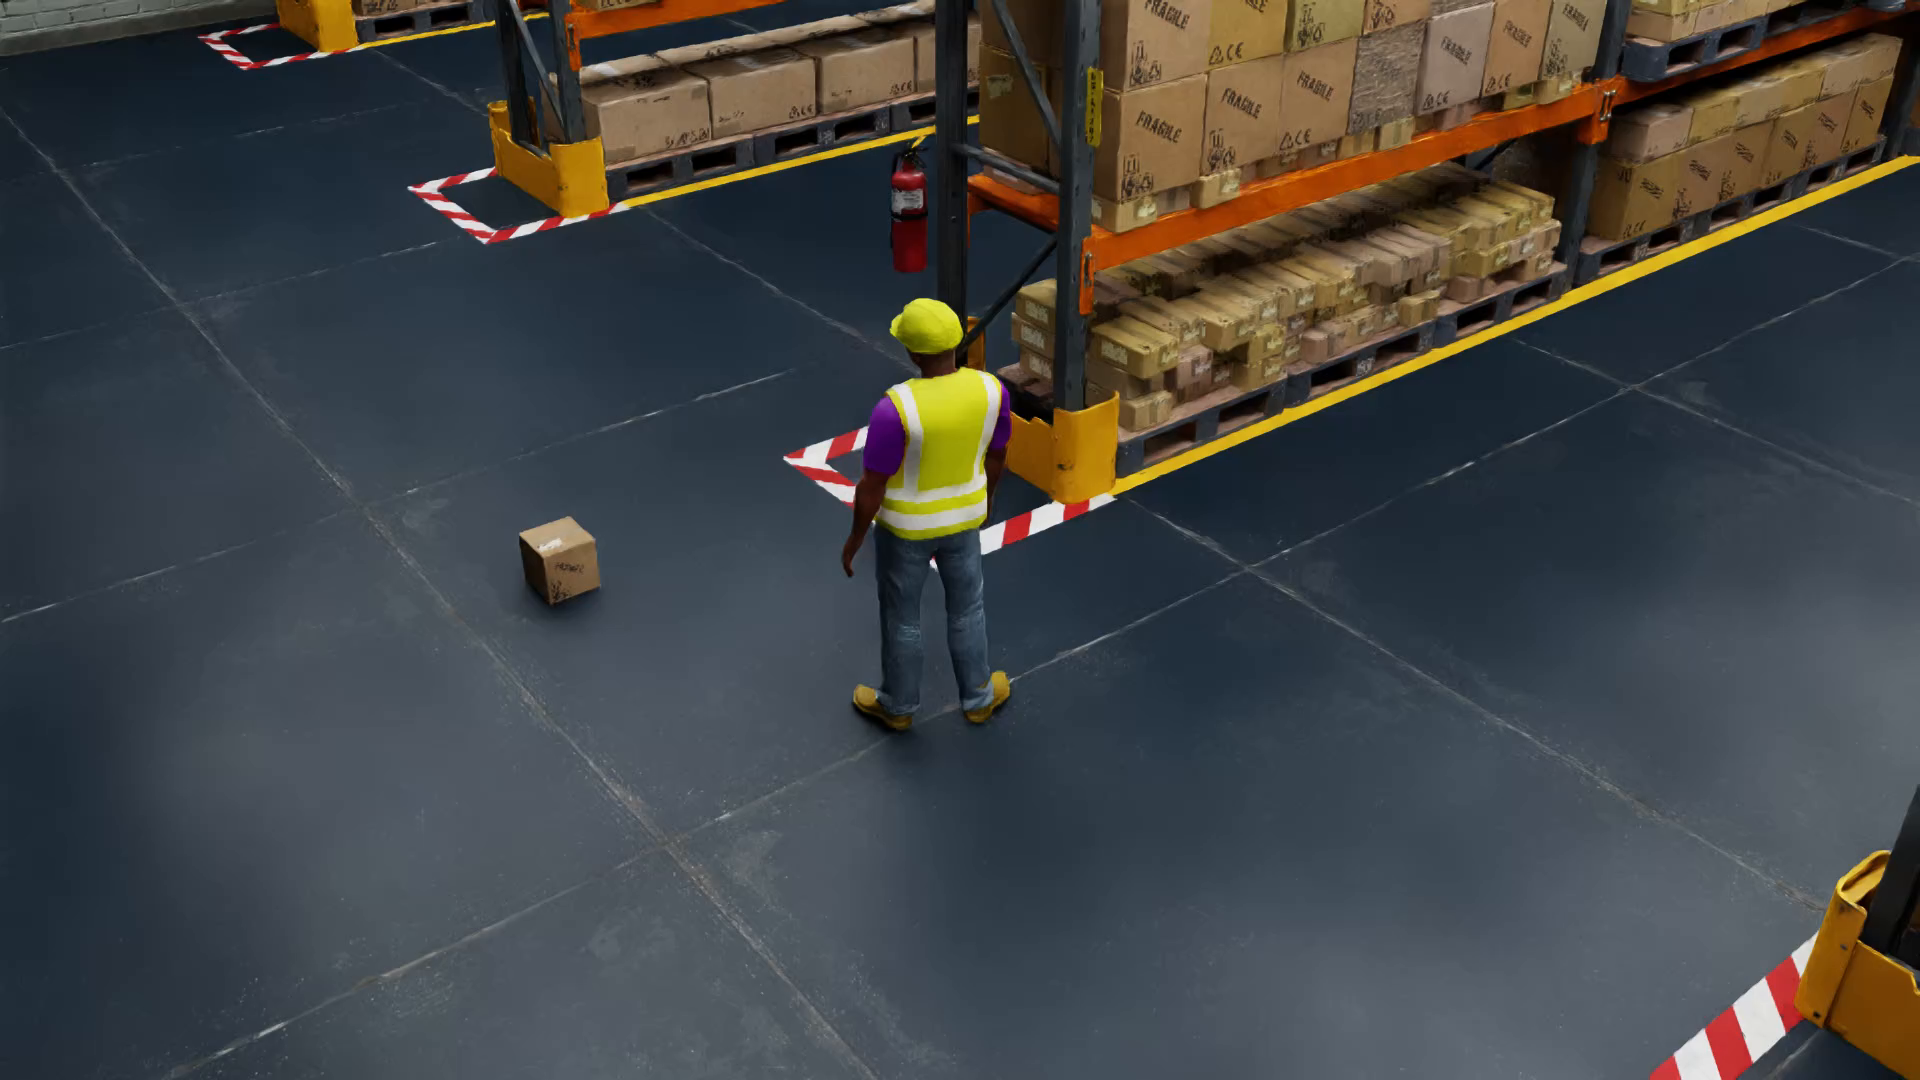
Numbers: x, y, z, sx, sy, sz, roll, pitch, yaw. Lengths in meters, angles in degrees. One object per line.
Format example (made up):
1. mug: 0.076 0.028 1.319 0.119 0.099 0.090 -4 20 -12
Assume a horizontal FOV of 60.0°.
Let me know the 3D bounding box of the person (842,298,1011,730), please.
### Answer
1. person: -0.122 -0.082 6.198 0.698 1.768 0.374 -13 34 -20
